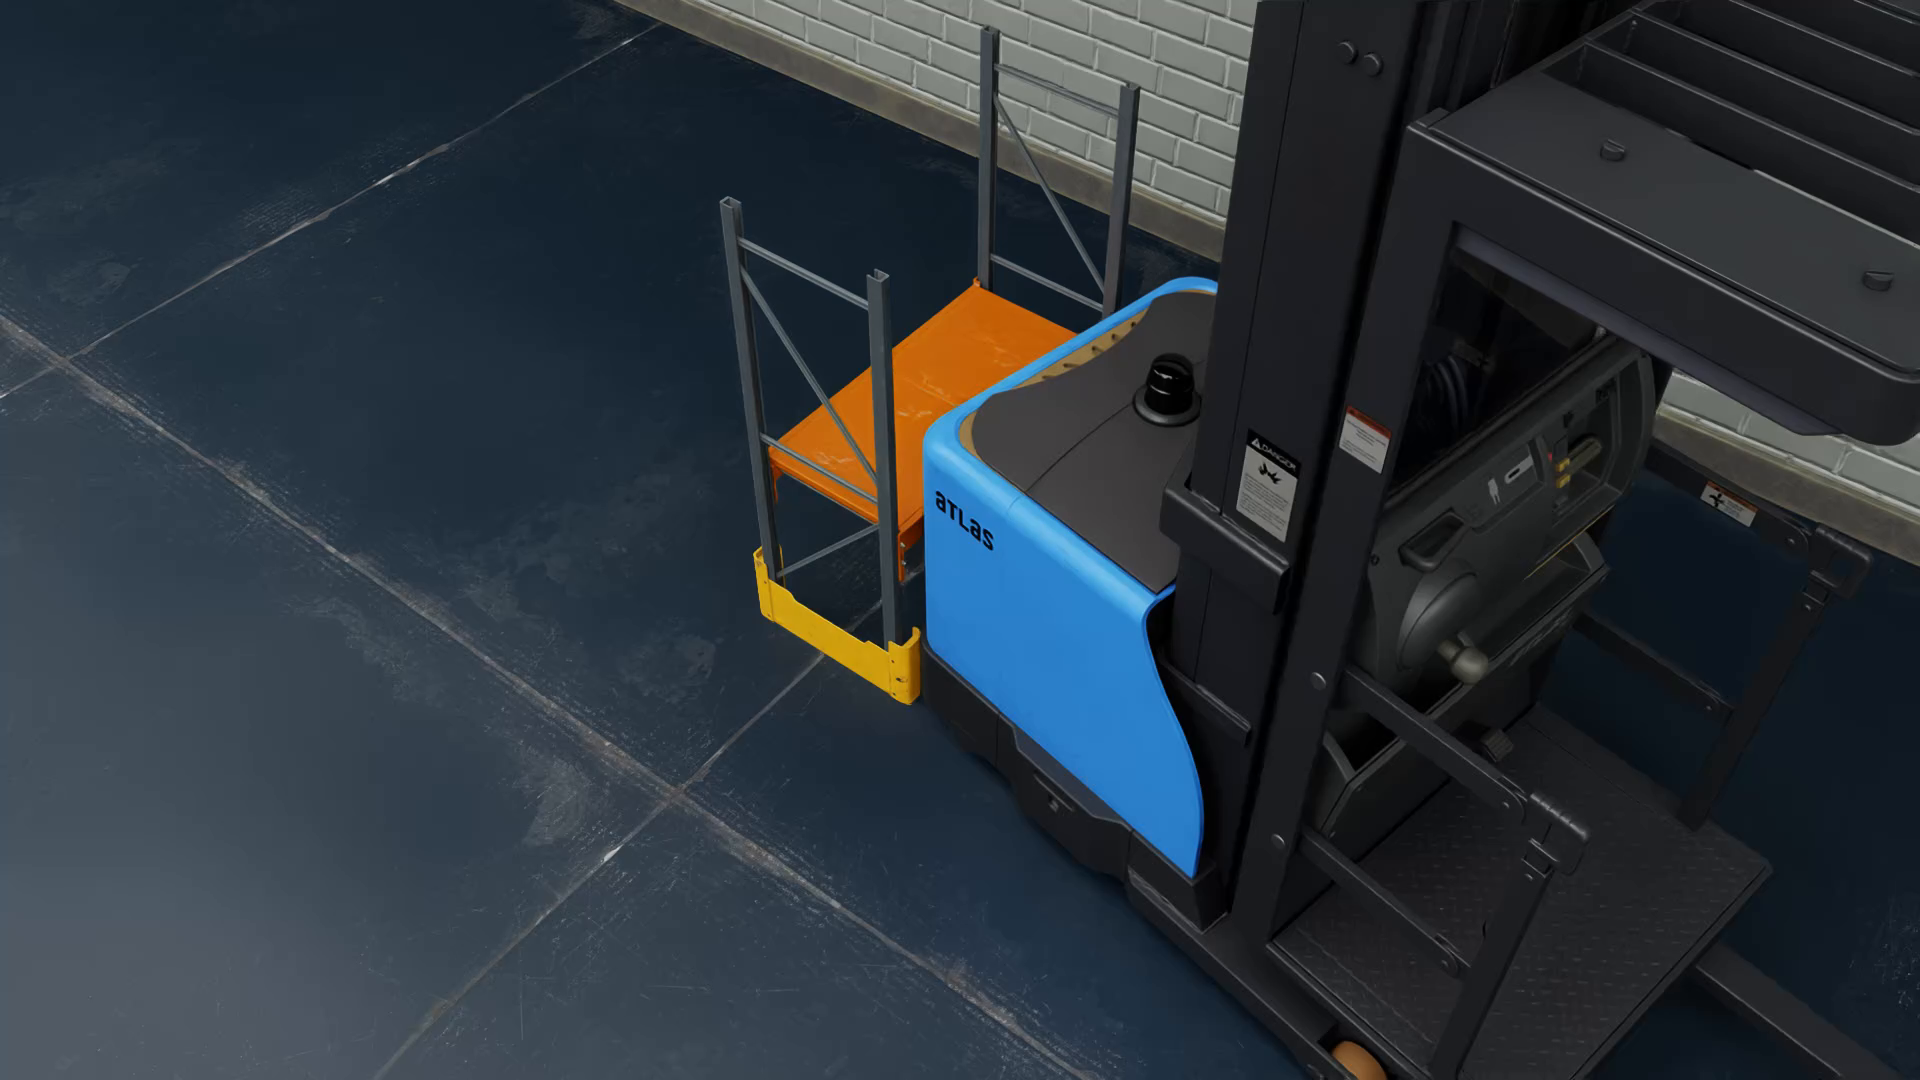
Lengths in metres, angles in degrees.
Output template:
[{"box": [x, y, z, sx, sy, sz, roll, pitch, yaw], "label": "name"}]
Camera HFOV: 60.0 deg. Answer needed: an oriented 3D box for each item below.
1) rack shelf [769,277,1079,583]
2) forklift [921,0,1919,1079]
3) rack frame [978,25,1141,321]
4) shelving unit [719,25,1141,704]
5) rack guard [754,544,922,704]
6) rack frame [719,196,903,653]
[{"box": [-0.053, -0.347, 4.792, 0.538, 0.185, 1.000, 30, 53, 25], "label": "rack shelf"}, {"box": [1.246, 0.024, 3.200, 1.130, 2.935, 3.031, -33, 54, -27], "label": "forklift"}, {"box": [0.260, -0.761, 4.938, 0.500, 1.500, 0.032, 30, 53, 25], "label": "rack frame"}, {"box": [-0.048, -0.476, 4.666, 0.587, 1.500, 1.083, 30, 53, 25], "label": "shelving unit"}, {"box": [-0.355, 0.239, 4.848, 0.587, 0.250, 0.087, 30, 53, 25], "label": "rack guard"}, {"box": [-0.366, -0.181, 4.385, 0.500, 1.500, 0.032, 30, 53, 25], "label": "rack frame"}]
